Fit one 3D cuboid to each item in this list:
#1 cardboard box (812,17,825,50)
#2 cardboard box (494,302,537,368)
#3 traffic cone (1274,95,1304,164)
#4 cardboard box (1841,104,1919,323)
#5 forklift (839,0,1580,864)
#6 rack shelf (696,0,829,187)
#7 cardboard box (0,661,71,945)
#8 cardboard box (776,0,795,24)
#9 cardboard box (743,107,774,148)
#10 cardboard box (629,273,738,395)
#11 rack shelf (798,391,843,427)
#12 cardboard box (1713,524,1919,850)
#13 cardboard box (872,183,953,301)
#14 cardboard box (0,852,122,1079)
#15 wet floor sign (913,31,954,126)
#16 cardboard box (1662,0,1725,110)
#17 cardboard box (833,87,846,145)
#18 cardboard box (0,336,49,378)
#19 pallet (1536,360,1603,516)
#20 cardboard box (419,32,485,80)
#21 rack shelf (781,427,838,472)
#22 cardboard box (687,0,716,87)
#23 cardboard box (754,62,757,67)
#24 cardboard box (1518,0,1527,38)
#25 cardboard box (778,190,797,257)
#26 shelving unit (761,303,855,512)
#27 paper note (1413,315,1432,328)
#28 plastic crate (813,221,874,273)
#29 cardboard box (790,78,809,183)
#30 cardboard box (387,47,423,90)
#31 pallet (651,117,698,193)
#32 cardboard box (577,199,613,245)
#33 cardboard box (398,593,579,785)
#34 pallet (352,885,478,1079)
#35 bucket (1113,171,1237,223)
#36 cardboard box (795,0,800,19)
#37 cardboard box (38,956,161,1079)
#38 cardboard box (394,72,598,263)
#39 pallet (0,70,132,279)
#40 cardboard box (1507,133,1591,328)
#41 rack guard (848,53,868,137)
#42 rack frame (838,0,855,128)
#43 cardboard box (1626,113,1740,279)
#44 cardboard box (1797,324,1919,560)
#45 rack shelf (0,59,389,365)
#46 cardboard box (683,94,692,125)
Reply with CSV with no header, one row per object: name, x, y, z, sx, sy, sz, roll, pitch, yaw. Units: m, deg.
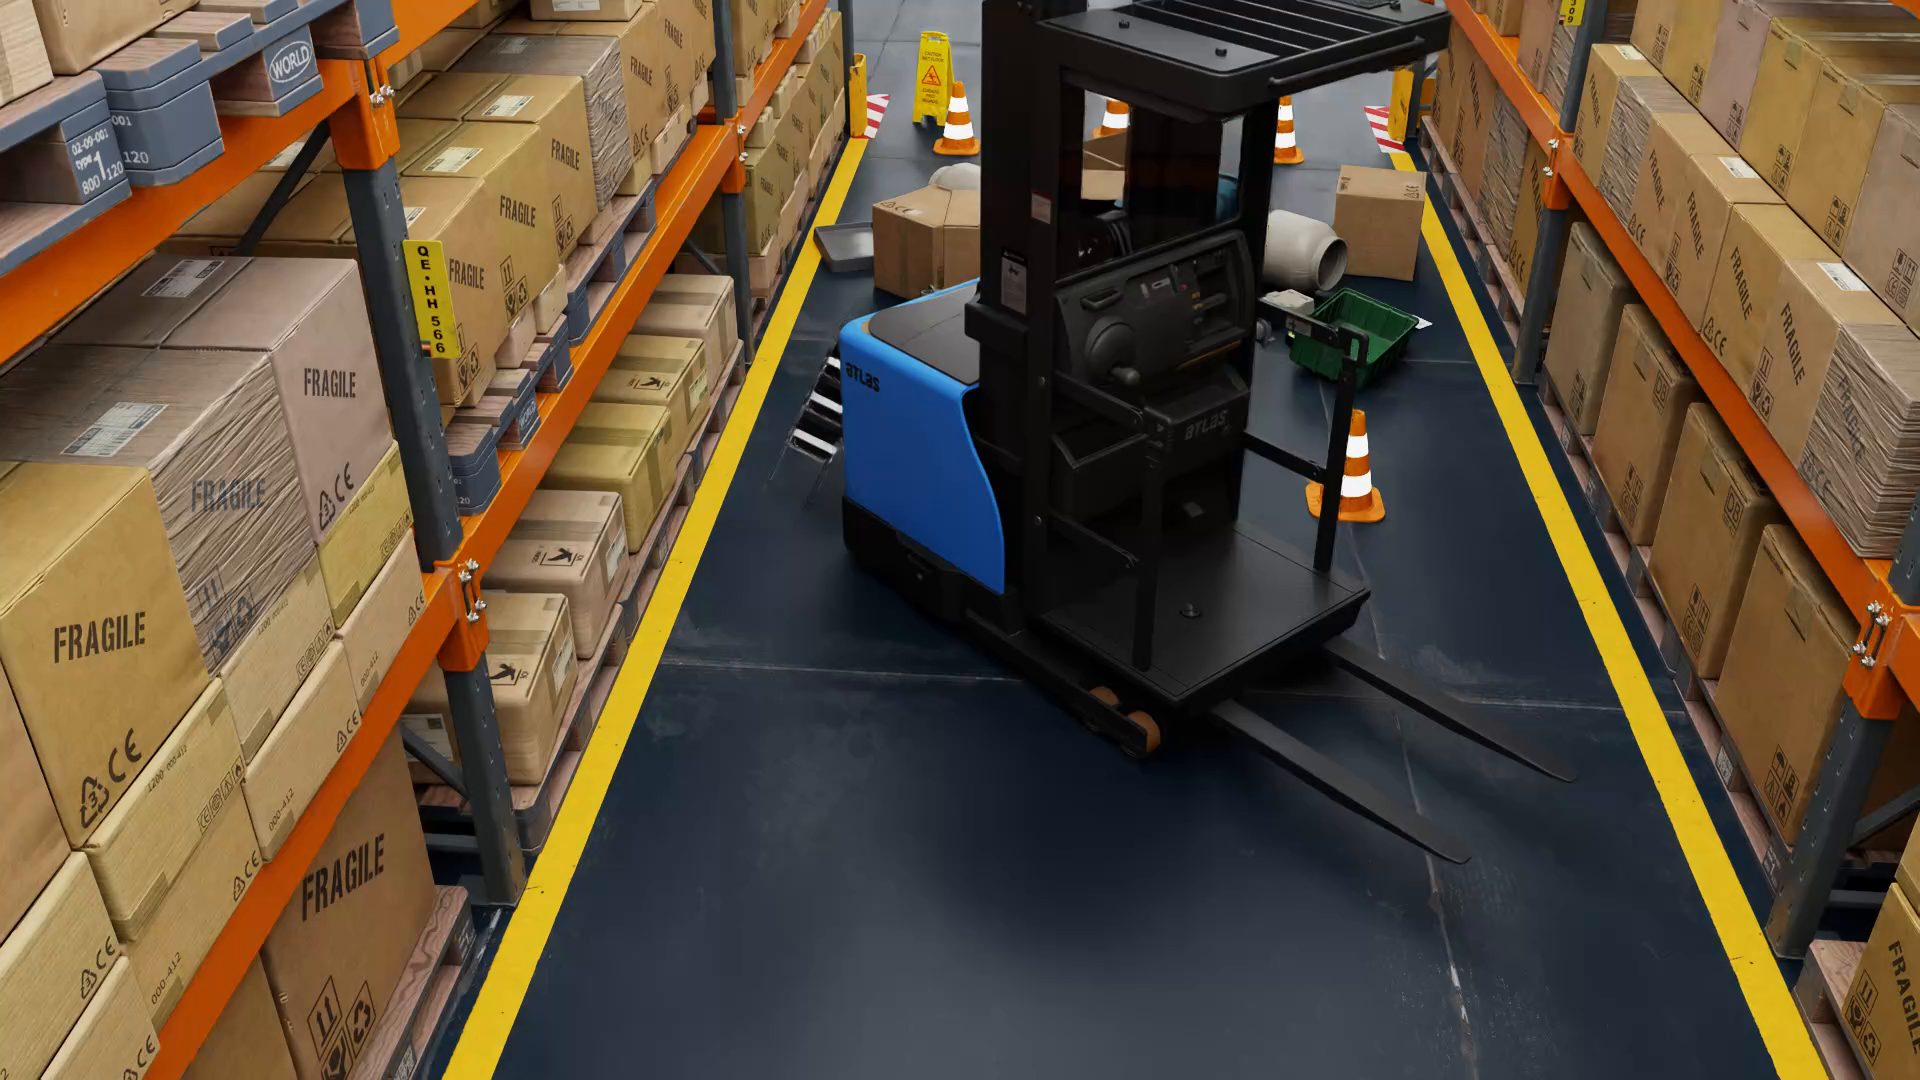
cardboard box,-1.055,-3.178,10.435,0.380,0.149,0.250,3,32,5
cardboard box,-1.578,-0.668,5.315,0.380,0.149,0.250,0,32,1
traffic cone,2.220,-2.875,11.474,0.336,0.463,0.334,2,32,4
cardboard box,3.113,-0.956,4.893,0.700,0.500,0.500,2,32,3
forklift,0.839,-0.766,5.699,1.130,2.935,3.031,-24,39,-33
rack shelf,-1.426,-2.978,9.909,1.077,0.370,4.000,2,32,4
cardboard box,-1.825,0.459,2.599,0.500,0.500,0.500,2,32,3
cardboard box,-1.204,-3.152,9.126,0.500,0.500,0.500,2,32,4
cardboard box,-1.202,-2.202,8.852,0.380,0.149,0.250,3,32,5
cardboard box,-1.629,-1.024,8.158,0.950,0.372,0.625,3,32,5
rack shelf,-0.596,-0.558,7.380,0.200,0.077,0.258,26,-14,-10
cardboard box,3.166,0.476,5.363,1.050,0.750,0.750,2,32,3
cardboard box,-0.146,-1.678,9.494,0.500,0.500,0.500,27,41,37
cardboard box,-1.802,0.776,2.798,0.500,0.250,0.500,2,32,2
wet floor sign,-0.182,-3.382,12.122,0.267,0.644,0.232,14,34,21
cardboard box,3.278,-2.019,6.619,0.700,0.500,0.500,2,32,3
cardboard box,-1.063,-2.892,11.304,0.500,0.250,0.500,2,32,4
cardboard box,-2.229,-0.108,3.518,0.500,0.500,0.500,3,32,4
pallet,3.365,-0.486,7.838,1.003,0.211,1.213,2,32,4
cardboard box,-2.038,-1.565,6.151,0.500,0.500,0.500,1,32,2
rack shelf,-0.667,-0.398,7.338,0.200,0.077,0.258,26,-14,-10
cardboard box,-1.398,-2.335,7.401,0.500,0.500,0.500,2,32,3
cardboard box,-1.284,-2.557,8.780,0.380,0.149,0.250,2,32,4
cardboard box,3.554,-2.903,8.959,0.875,0.550,0.550,2,32,4
cardboard box,-1.240,-1.824,9.570,0.500,0.250,0.500,4,32,7
shelving unit,-0.583,-0.588,7.388,0.210,0.900,0.258,26,-14,-10
paper note,2.505,-1.207,9.178,0.147,0.020,0.142,-20,37,-29
plastic crate,-0.644,-1.782,10.065,0.402,0.080,0.583,-8,33,-13
cardboard box,-1.196,-2.415,9.815,0.500,0.500,0.500,4,32,7
cardboard box,-2.063,-1.639,5.653,0.380,0.149,0.250,1,32,2
pallet,-1.796,-1.764,7.436,1.003,0.211,1.213,2,32,4
cardboard box,-1.523,-1.224,6.216,0.380,0.149,0.250,3,32,6
cardboard box,-1.859,0.498,5.688,0.950,0.372,0.625,0,32,1
pallet,-2.054,1.449,4.697,1.003,0.211,1.213,2,32,4
bucket,1.066,-1.503,8.502,0.726,0.611,0.620,14,44,21
cardboard box,-1.138,-3.084,9.635,0.380,0.149,0.250,2,32,4
cardboard box,-1.793,0.991,2.927,0.500,0.250,0.500,2,32,3
cardboard box,-1.576,-1.271,5.675,0.500,0.500,0.500,3,32,5
pallet,-2.002,-0.420,2.393,1.003,0.211,1.213,4,32,6
cardboard box,3.474,-1.680,8.742,0.875,0.875,0.875,3,32,5
rack guard,-1.270,-3.226,12.009,1.175,0.500,0.348,2,32,4
rack frame,-1.263,-4.330,11.418,1.000,3.000,0.127,2,32,4
cardboard box,2.958,-1.334,6.460,0.500,0.500,0.500,2,32,4
cardboard box,2.796,-0.278,4.747,0.500,0.500,0.500,2,32,4
rack shelf,-2.078,-0.072,2.334,1.077,0.370,4.000,2,32,4
cardboard box,-1.395,-1.893,7.301,0.380,0.149,0.250,2,32,3
